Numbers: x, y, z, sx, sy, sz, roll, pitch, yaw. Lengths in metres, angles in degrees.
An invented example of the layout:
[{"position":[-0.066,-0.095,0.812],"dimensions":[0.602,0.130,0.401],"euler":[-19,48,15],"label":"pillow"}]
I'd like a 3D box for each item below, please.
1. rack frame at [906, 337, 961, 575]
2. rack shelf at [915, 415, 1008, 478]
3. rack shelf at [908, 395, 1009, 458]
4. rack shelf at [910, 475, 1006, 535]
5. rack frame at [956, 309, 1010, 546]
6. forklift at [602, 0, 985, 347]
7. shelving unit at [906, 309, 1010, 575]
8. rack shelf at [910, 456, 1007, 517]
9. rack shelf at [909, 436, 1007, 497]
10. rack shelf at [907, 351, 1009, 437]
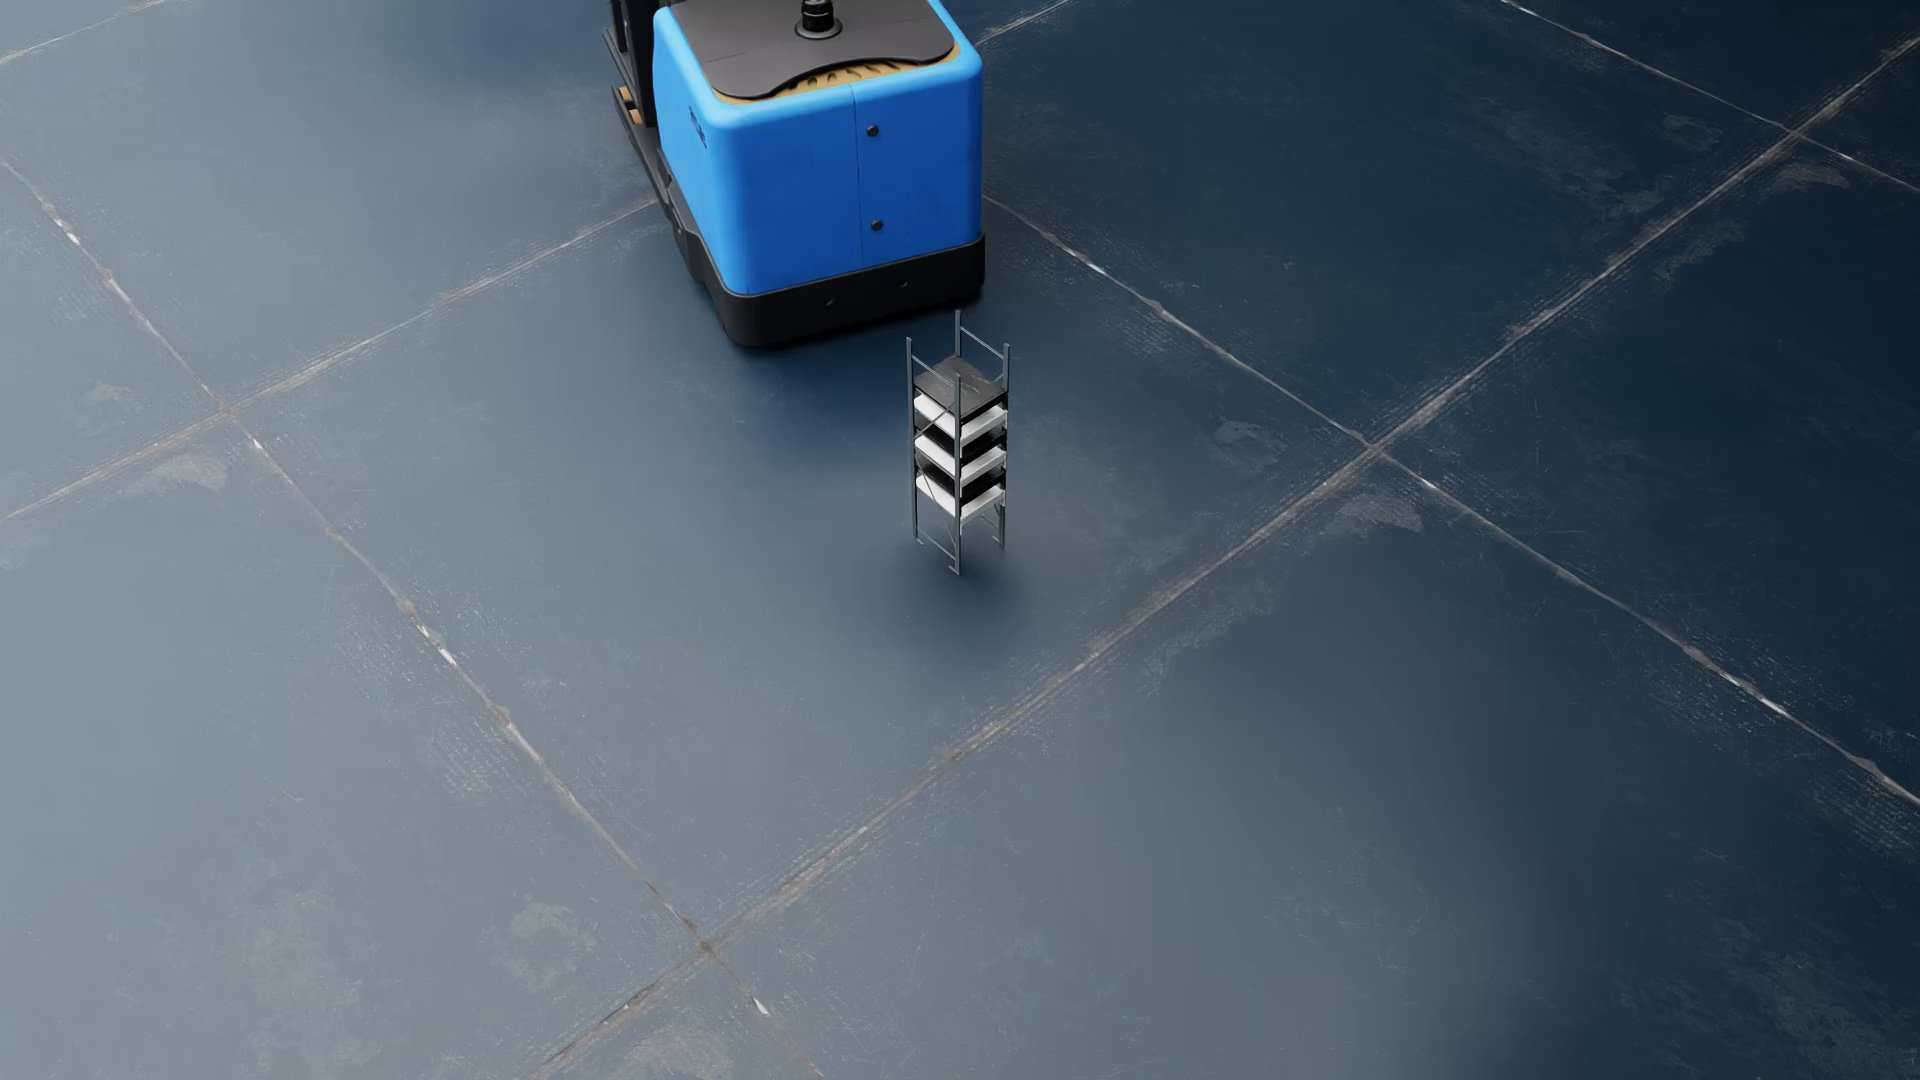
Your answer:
[{"position":[-0.081,-0.251,5.369],"dimensions":[0.006,0.900,0.240],"euler":[-34,56,-27],"label":"rack frame"},{"position":[-0.006,-0.340,5.374],"dimensions":[0.200,0.077,0.258],"euler":[-34,56,-27],"label":"rack shelf"},{"position":[-0.006,-0.401,5.308],"dimensions":[0.200,0.077,0.258],"euler":[-34,56,-27],"label":"rack shelf"},{"position":[-0.006,-0.156,5.572],"dimensions":[0.200,0.077,0.258],"euler":[-34,56,-27],"label":"rack shelf"},{"position":[0.069,-0.351,5.462],"dimensions":[0.006,0.900,0.240],"euler":[-34,56,-27],"label":"rack frame"},{"position":[-0.909,-2.834,6.371],"dimensions":[1.130,2.935,3.031],"euler":[-16,49,-14],"label":"forklift"},{"position":[-0.006,-0.301,5.416],"dimensions":[0.210,0.900,0.258],"euler":[-34,56,-27],"label":"shelving unit"},{"position":[-0.006,-0.218,5.506],"dimensions":[0.200,0.077,0.258],"euler":[-34,56,-27],"label":"rack shelf"},{"position":[-0.006,-0.279,5.440],"dimensions":[0.200,0.077,0.258],"euler":[-34,56,-27],"label":"rack shelf"},{"position":[-0.006,-0.462,5.242],"dimensions":[0.200,0.077,0.258],"euler":[-34,56,-27],"label":"rack shelf"}]
